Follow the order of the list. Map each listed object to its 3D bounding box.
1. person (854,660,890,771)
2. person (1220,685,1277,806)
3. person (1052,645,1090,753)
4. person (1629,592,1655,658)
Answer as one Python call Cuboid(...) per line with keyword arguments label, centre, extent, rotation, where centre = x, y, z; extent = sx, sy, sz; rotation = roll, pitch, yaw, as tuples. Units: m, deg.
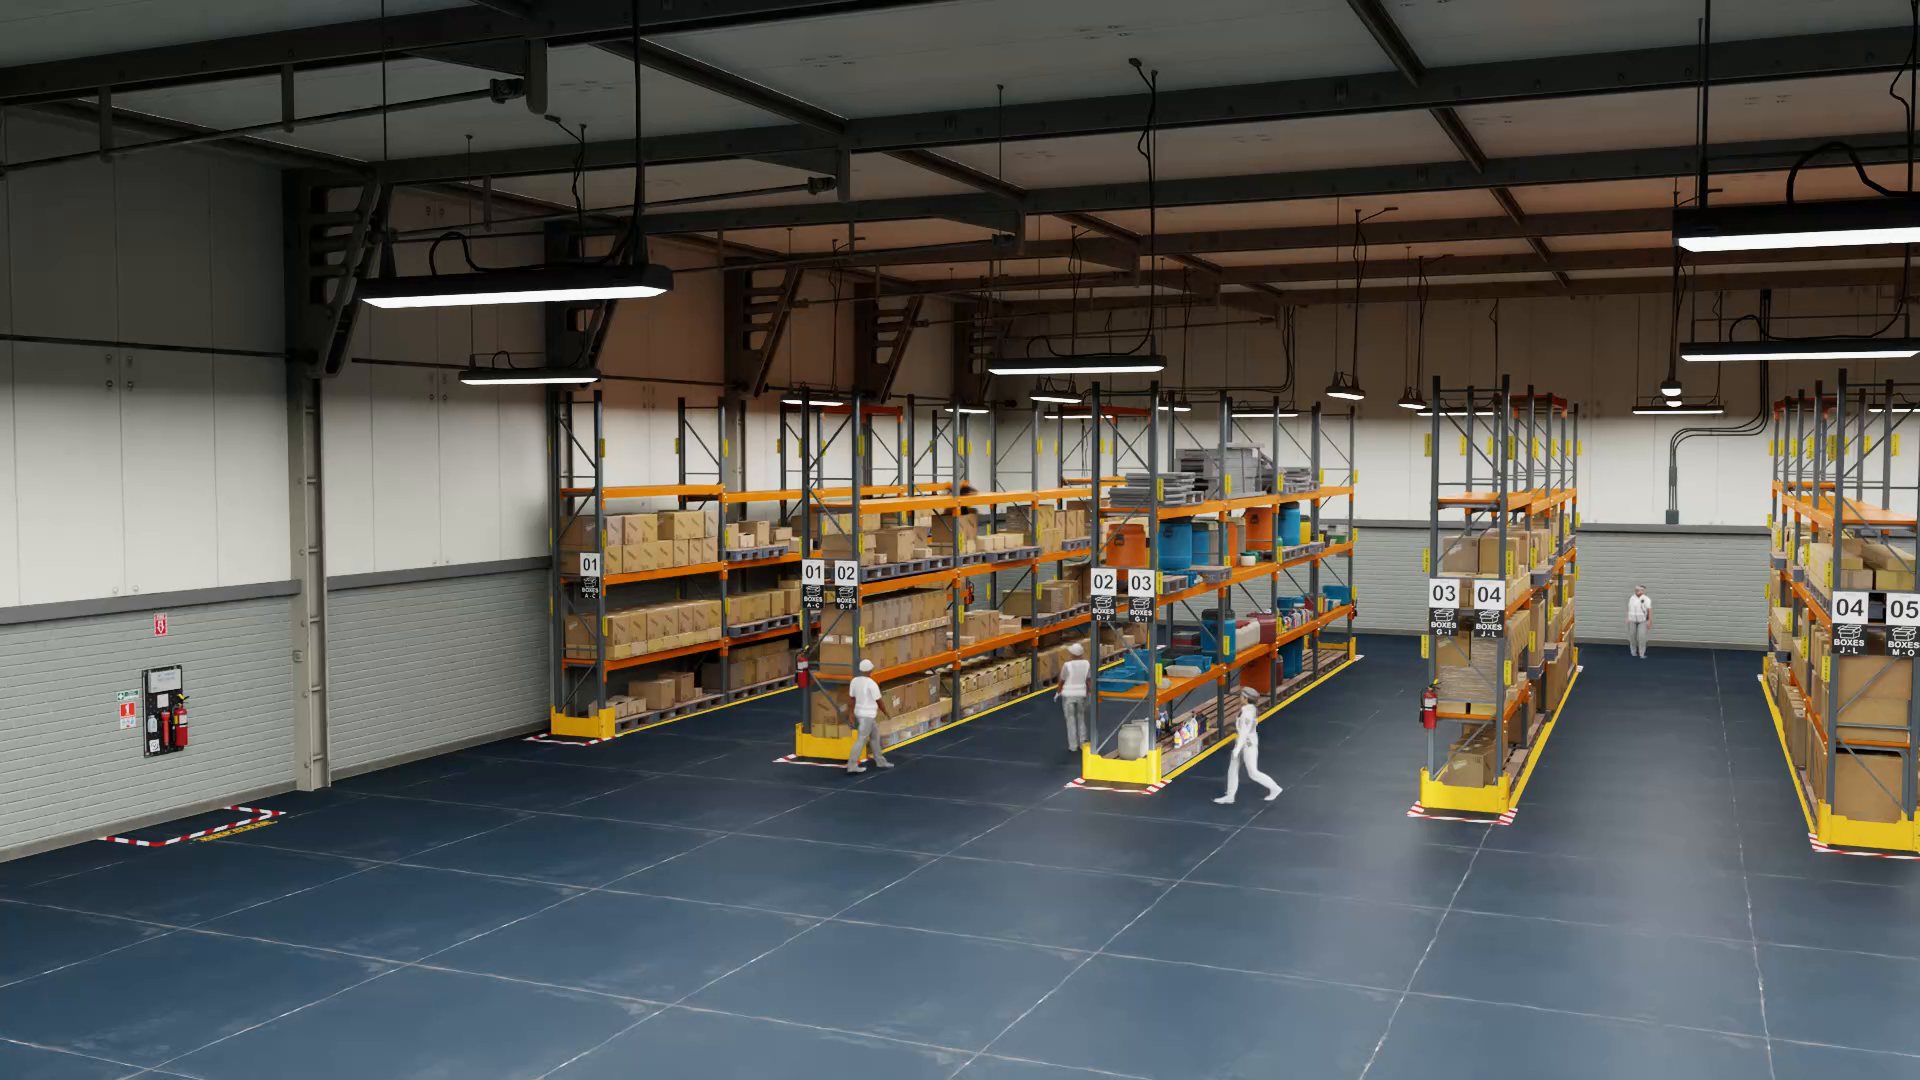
Cuboid(label="person", centre=(-1.341, 2.724, 25.662), extent=(0.595, 1.752, 0.606), rotation=(-1, 3, -10))
Cuboid(label="person", centre=(4.036, 2.876, 23.317), extent=(0.675, 1.687, 0.473), rotation=(-2, 4, -36))
Cuboid(label="person", centre=(1.876, 2.623, 27.505), extent=(0.581, 1.805, 0.660), rotation=(3, 4, 42))
Cuboid(label="person", centre=(16.171, 2.022, 39.451), extent=(0.558, 1.629, 1.004), rotation=(1, 3, 20))
